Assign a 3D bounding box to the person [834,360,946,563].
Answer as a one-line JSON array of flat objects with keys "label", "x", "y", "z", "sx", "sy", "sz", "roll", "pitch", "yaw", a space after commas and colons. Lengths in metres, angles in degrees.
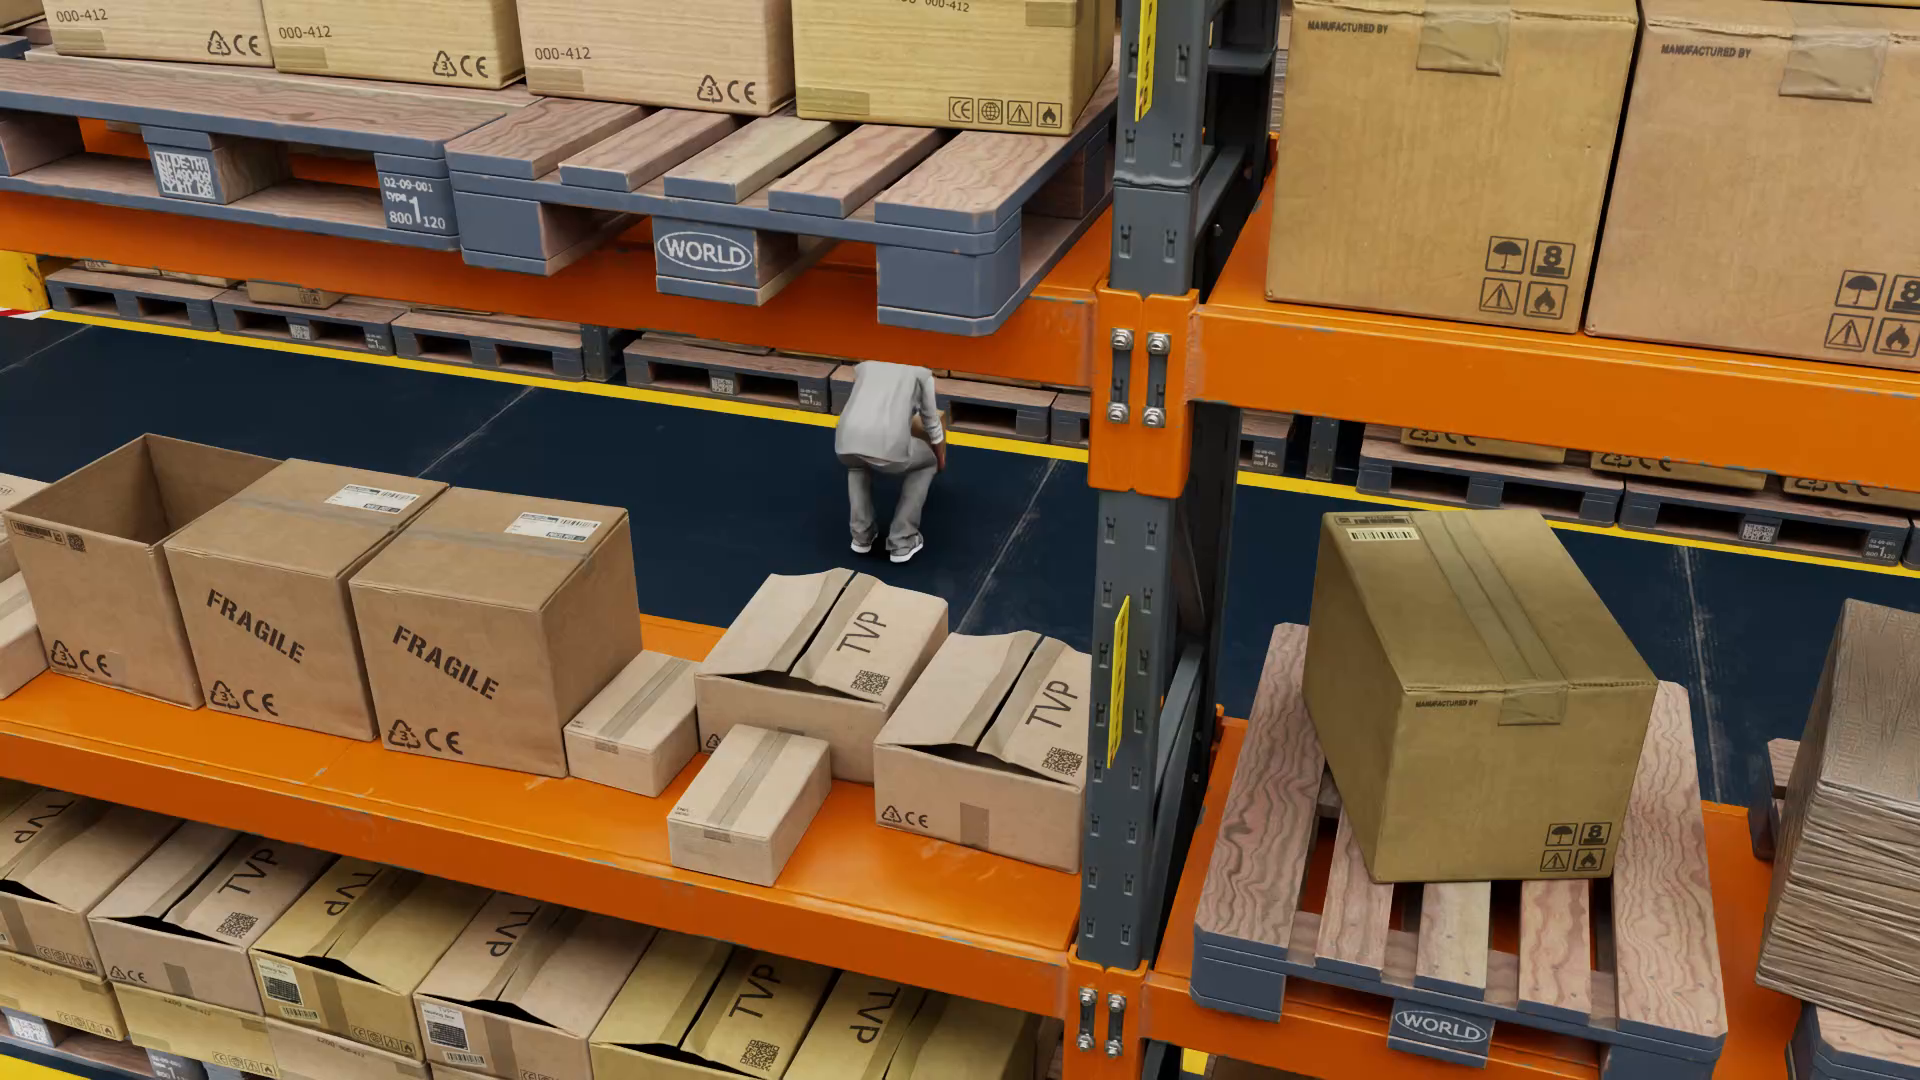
[{"label": "person", "x": -0.314, "y": -0.414, "z": 7.569, "sx": 0.425, "sy": 0.904, "sz": 0.853, "roll": 7, "pitch": 30, "yaw": 13}]
